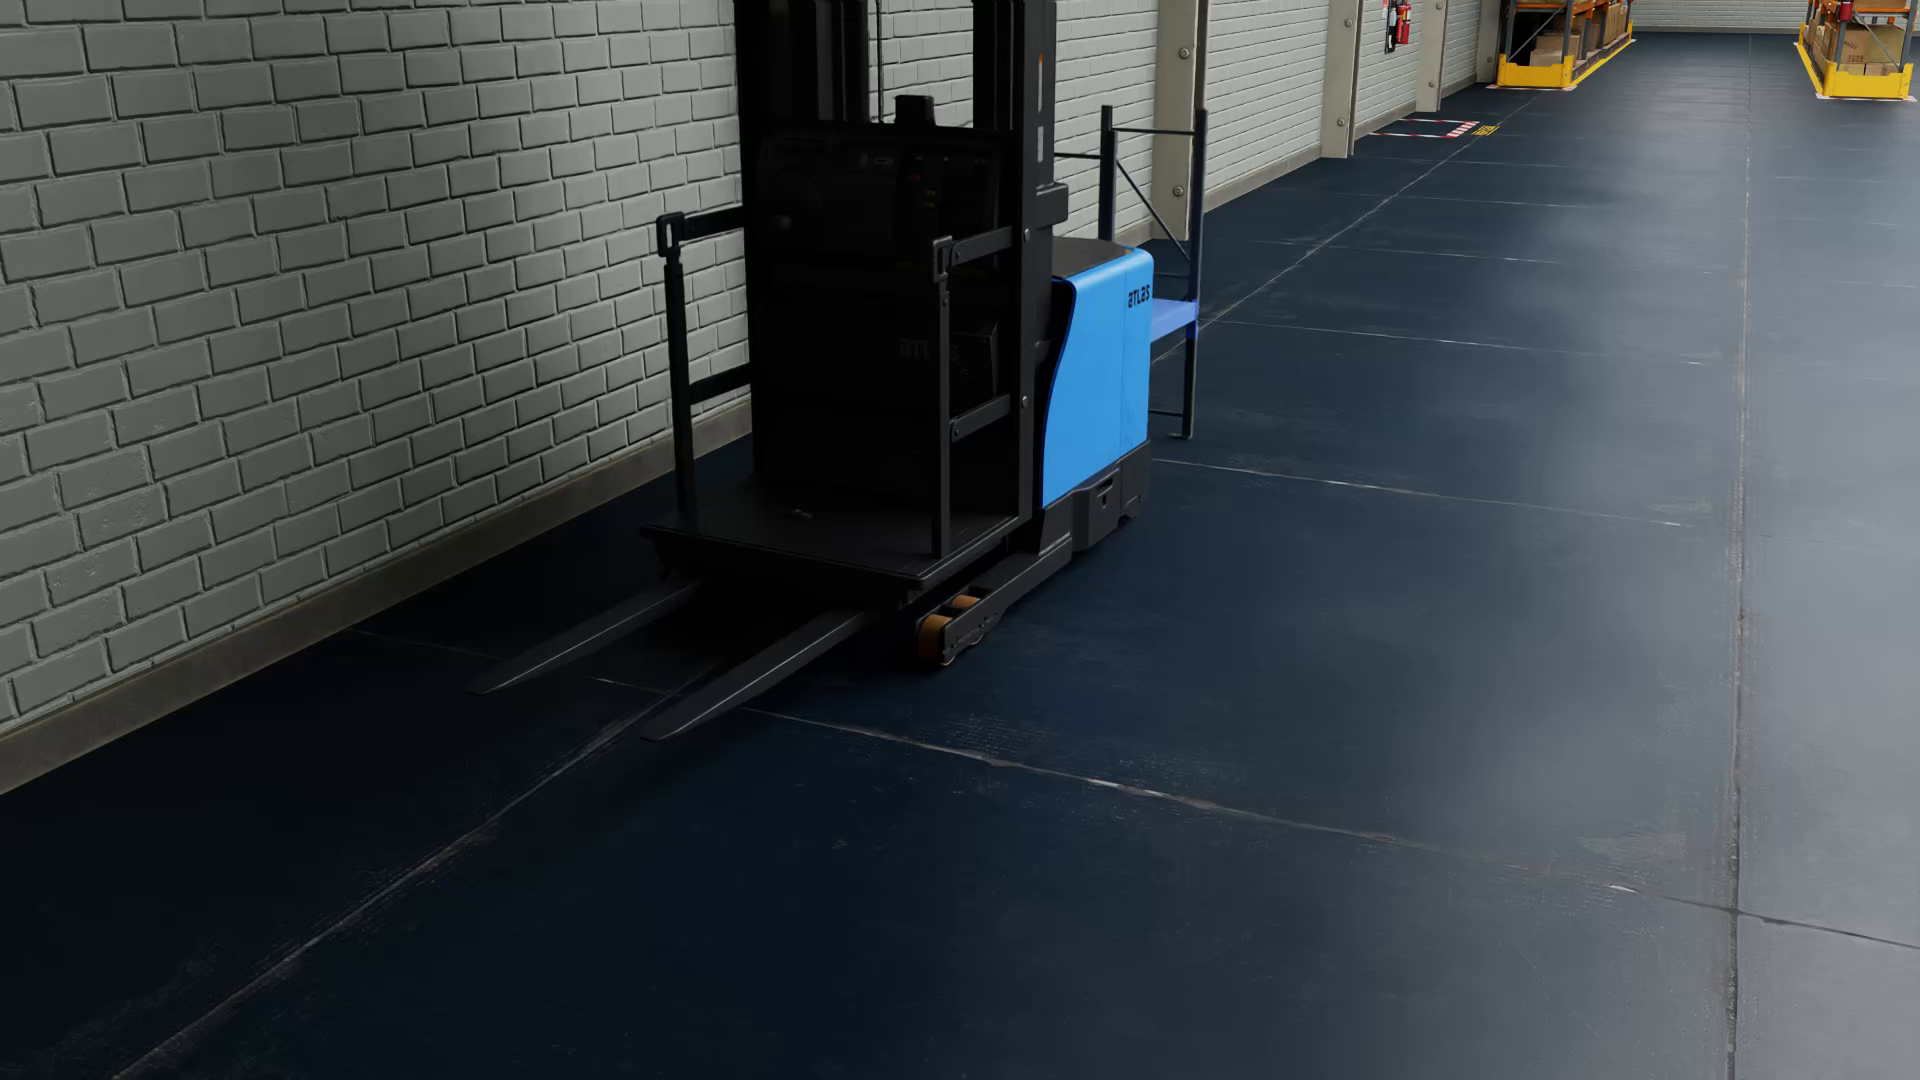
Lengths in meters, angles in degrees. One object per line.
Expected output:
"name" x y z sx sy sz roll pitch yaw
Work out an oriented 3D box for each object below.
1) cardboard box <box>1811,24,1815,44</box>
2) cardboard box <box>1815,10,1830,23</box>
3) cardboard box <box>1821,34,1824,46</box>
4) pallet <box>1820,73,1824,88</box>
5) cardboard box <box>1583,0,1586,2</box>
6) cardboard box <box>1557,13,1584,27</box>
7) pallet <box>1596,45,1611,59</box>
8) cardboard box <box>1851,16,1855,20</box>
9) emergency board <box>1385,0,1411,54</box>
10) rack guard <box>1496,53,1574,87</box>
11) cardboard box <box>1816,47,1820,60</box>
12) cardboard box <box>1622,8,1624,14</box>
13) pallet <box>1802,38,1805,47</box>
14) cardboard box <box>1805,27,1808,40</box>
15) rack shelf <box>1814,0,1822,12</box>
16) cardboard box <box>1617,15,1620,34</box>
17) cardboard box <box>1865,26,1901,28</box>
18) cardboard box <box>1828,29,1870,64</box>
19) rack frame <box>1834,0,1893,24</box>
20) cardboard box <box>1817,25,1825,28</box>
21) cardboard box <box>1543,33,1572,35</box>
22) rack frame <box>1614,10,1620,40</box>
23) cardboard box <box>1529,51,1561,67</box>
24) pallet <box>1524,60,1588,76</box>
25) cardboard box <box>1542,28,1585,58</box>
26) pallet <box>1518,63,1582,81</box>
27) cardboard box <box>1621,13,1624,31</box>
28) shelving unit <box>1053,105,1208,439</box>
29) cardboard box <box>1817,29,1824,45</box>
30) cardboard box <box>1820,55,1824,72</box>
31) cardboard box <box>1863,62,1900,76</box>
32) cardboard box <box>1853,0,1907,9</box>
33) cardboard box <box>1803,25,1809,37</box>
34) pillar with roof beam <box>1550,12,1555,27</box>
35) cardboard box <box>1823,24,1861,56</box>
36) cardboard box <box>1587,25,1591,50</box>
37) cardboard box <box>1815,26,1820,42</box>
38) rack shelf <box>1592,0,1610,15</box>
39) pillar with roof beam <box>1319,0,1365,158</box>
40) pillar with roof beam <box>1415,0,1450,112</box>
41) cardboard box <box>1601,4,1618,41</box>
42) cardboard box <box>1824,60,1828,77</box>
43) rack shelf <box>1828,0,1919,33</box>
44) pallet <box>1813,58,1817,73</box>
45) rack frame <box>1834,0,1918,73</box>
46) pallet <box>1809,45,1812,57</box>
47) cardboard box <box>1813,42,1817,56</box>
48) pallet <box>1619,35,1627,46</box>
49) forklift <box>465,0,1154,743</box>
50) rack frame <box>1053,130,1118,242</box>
"cardboard box" 18.185 -10.610 34.900 0.500 0.500 0.500 9 21 23
"cardboard box" 17.990 -10.821 34.373 0.500 0.250 0.500 8 21 22
"cardboard box" 15.653 -8.895 29.645 0.500 0.311 0.500 9 21 23
"pallet" 14.887 -7.640 27.637 1.003 0.211 1.213 9 21 23
"cardboard box" 10.493 -9.381 28.566 0.500 0.250 0.500 8 21 22
"cardboard box" 11.901 -10.149 32.485 0.500 0.250 0.500 8 21 21
"pallet" 13.258 -10.384 35.352 1.003 0.211 1.213 9 21 23
"cardboard box" 20.665 -12.064 38.987 0.500 0.500 0.500 9 21 23
"emergency board" 5.584 -6.770 21.028 0.194 1.169 0.643 9 21 23
"rack guard" 9.621 -7.867 27.844 1.175 0.500 0.348 9 21 23
"cardboard box" 16.072 -8.945 30.622 0.500 0.250 0.500 9 21 24
"cardboard box" 15.424 -12.469 39.190 0.380 0.149 0.250 8 21 21
"pallet" 20.306 -11.653 38.921 1.003 0.211 1.213 9 21 23
"cardboard box" 19.307 -11.394 37.387 0.500 0.311 0.500 9 21 23
"rack shelf" 18.206 -11.061 34.168 1.077 0.370 4.000 9 21 23
"cardboard box" 14.904 -11.925 38.626 0.700 0.500 0.500 9 21 23
"cardboard box" 15.150 -8.190 27.380 0.500 0.500 0.500 9 21 23
"cardboard box" 14.059 -7.803 26.292 0.500 0.500 0.500 9 21 23
"rack frame" 15.749 -9.566 28.890 1.000 3.000 0.127 9 21 23
"cardboard box" 17.556 -10.136 33.568 0.500 0.500 0.500 9 22 25
"cardboard box" 10.840 -8.951 30.235 0.500 0.500 0.500 7 21 19
"rack frame" 14.504 -12.690 37.674 1.000 3.000 0.127 9 21 23
"cardboard box" 9.956 -8.161 28.296 0.500 0.311 0.500 6 20 17
"pallet" 10.986 -8.720 30.674 1.003 0.211 1.213 9 21 23
"cardboard box" 11.515 -9.501 31.782 0.700 0.500 0.500 9 22 25
"pallet" 10.487 -8.346 29.622 1.003 0.211 1.213 9 21 23
"cardboard box" 15.537 -12.398 39.958 0.700 0.500 0.500 8 21 21
"shelving unit" 0.627 -1.074 7.250 0.538 1.500 1.048 10 22 26
"cardboard box" 16.276 -9.361 30.953 0.500 0.311 0.500 8 21 22
"cardboard box" 14.864 -8.064 28.143 0.500 0.250 0.500 9 21 23
"cardboard box" 14.534 -7.379 26.217 0.500 0.250 0.500 9 21 23
"cardboard box" 14.314 -8.531 25.831 0.700 0.500 0.500 9 21 23
"cardboard box" 19.977 -11.866 38.804 0.500 0.250 0.500 9 21 23
"pillar with roof beam" 17.929 -15.258 35.944 9.100 9.000 0.400 9 21 23
"cardboard box" 14.864 -8.417 28.017 0.500 0.500 0.500 9 21 23
"cardboard box" 12.302 -10.128 33.544 0.700 0.500 0.500 9 21 23
"cardboard box" 16.905 -9.835 32.288 0.500 0.311 0.500 9 22 25
"rack shelf" 12.047 -10.517 32.638 1.077 0.370 4.000 9 21 23
"pillar with roof beam" 8.101 -7.922 15.314 9.100 9.000 0.400 9 21 23
"pillar with roof beam" 10.558 -9.756 20.471 9.100 9.000 0.400 9 21 23
"cardboard box" 13.995 -11.386 36.590 0.750 0.750 0.750 9 22 24
"cardboard box" 14.255 -7.604 26.851 0.500 0.250 0.500 9 21 23
"rack shelf" 14.930 -8.615 27.291 1.077 0.370 4.000 9 21 23
"pallet" 16.513 -8.857 31.058 1.003 0.211 1.213 9 21 23
"rack frame" 14.111 -8.343 25.451 1.000 3.000 0.127 9 21 23
"pallet" 18.726 -10.444 35.520 1.003 0.211 1.213 9 21 23
"cardboard box" 16.700 -9.417 31.949 0.500 0.250 0.500 8 21 21
"pallet" 15.385 -11.972 39.818 1.003 0.211 1.213 9 21 23
"forklift" -0.373 -1.147 5.320 1.130 2.935 3.031 10 22 26
"rack frame" 0.388 -0.923 6.827 0.500 1.500 0.032 10 22 26
